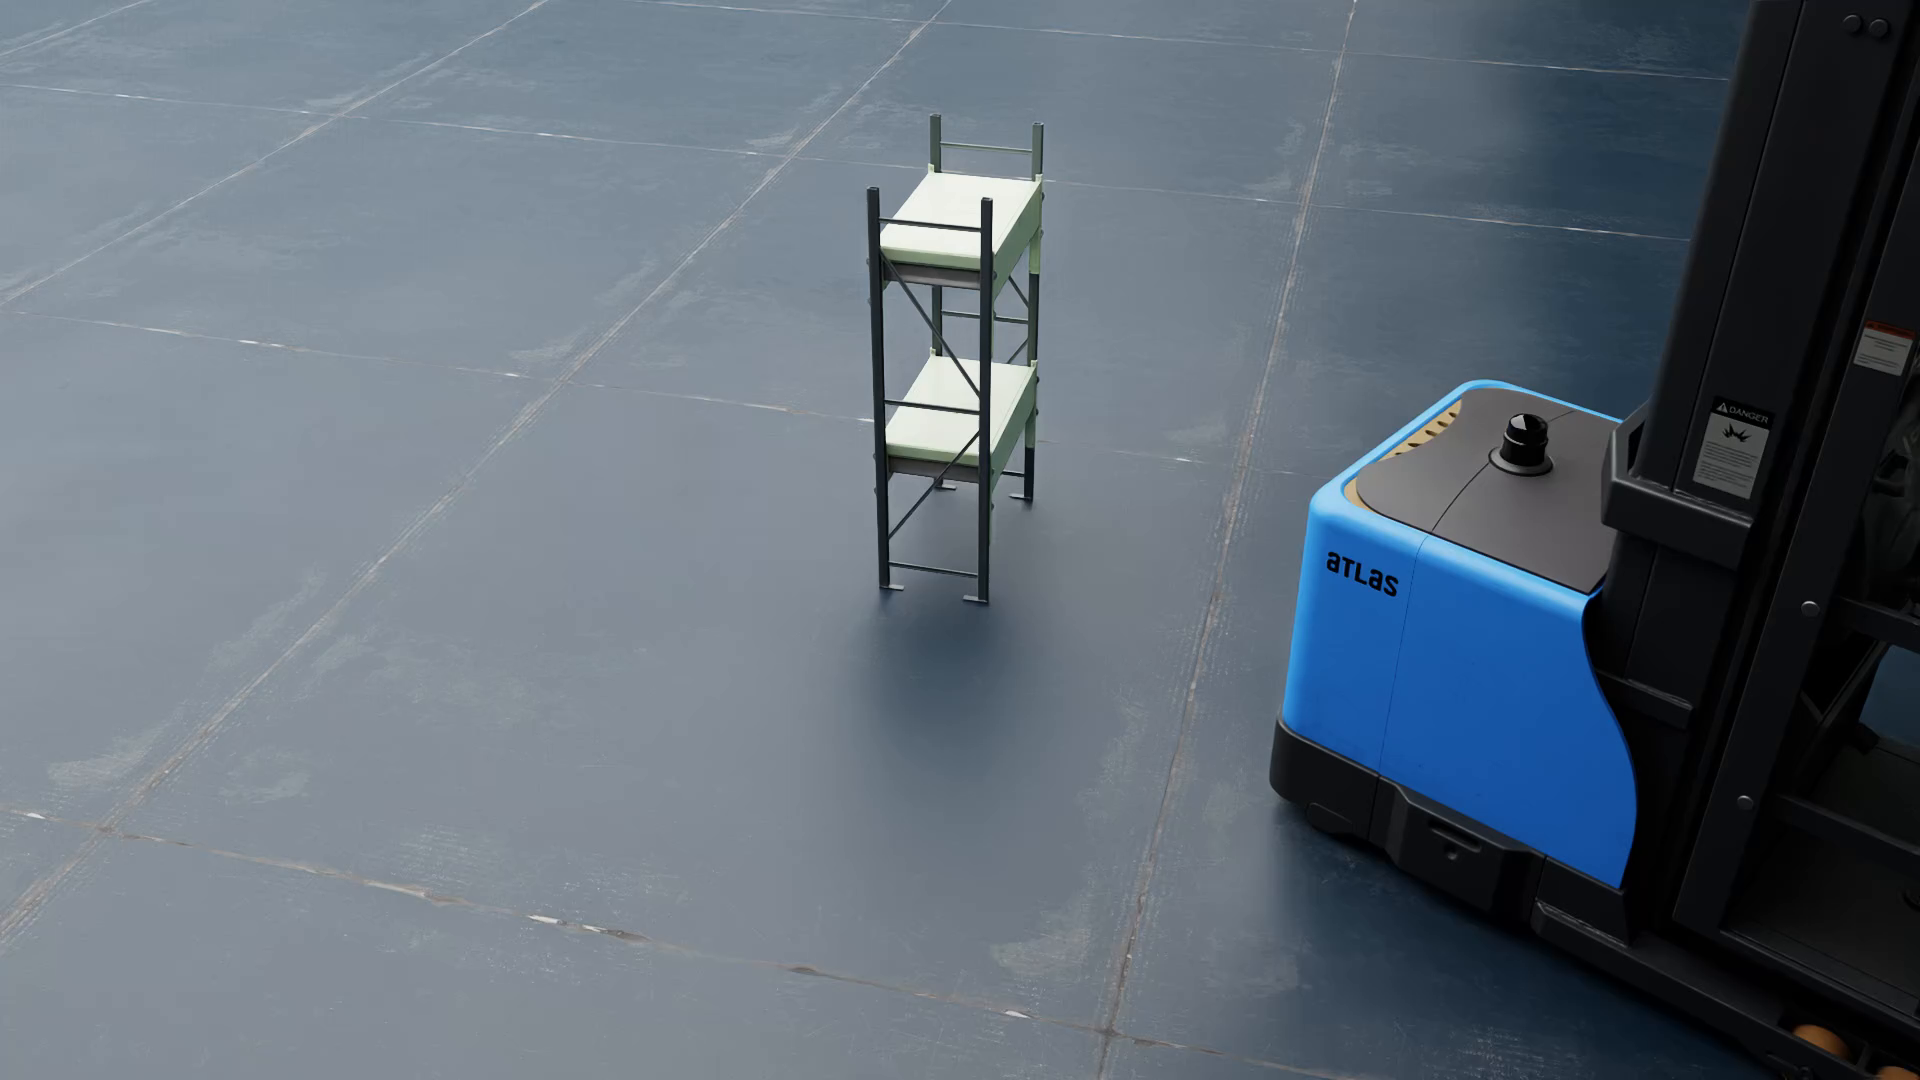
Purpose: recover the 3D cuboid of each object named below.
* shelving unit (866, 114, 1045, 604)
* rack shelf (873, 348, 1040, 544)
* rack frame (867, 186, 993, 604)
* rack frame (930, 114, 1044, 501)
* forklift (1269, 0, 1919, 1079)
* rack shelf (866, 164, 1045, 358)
[{"bbox_3d":[-0.002,-0.629,5.842,0.431,1.500,0.755,8,33,12],"label":"shelving unit"},{"bbox_3d":[-0.002,-0.354,6.017,0.431,0.370,0.720,8,33,12],"label":"rack shelf"},{"bbox_3d":[-0.095,-0.440,5.543,0.400,1.500,0.023,8,33,12],"label":"rack frame"},{"bbox_3d":[0.091,-0.819,6.141,0.400,1.500,0.023,8,33,12],"label":"rack frame"},{"bbox_3d":[2.366,-0.124,3.712,3.031,2.935,1.130,25,40,34],"label":"forklift"},{"bbox_3d":[-0.002,-0.959,5.633,0.431,0.370,0.720,8,33,12],"label":"rack shelf"}]
